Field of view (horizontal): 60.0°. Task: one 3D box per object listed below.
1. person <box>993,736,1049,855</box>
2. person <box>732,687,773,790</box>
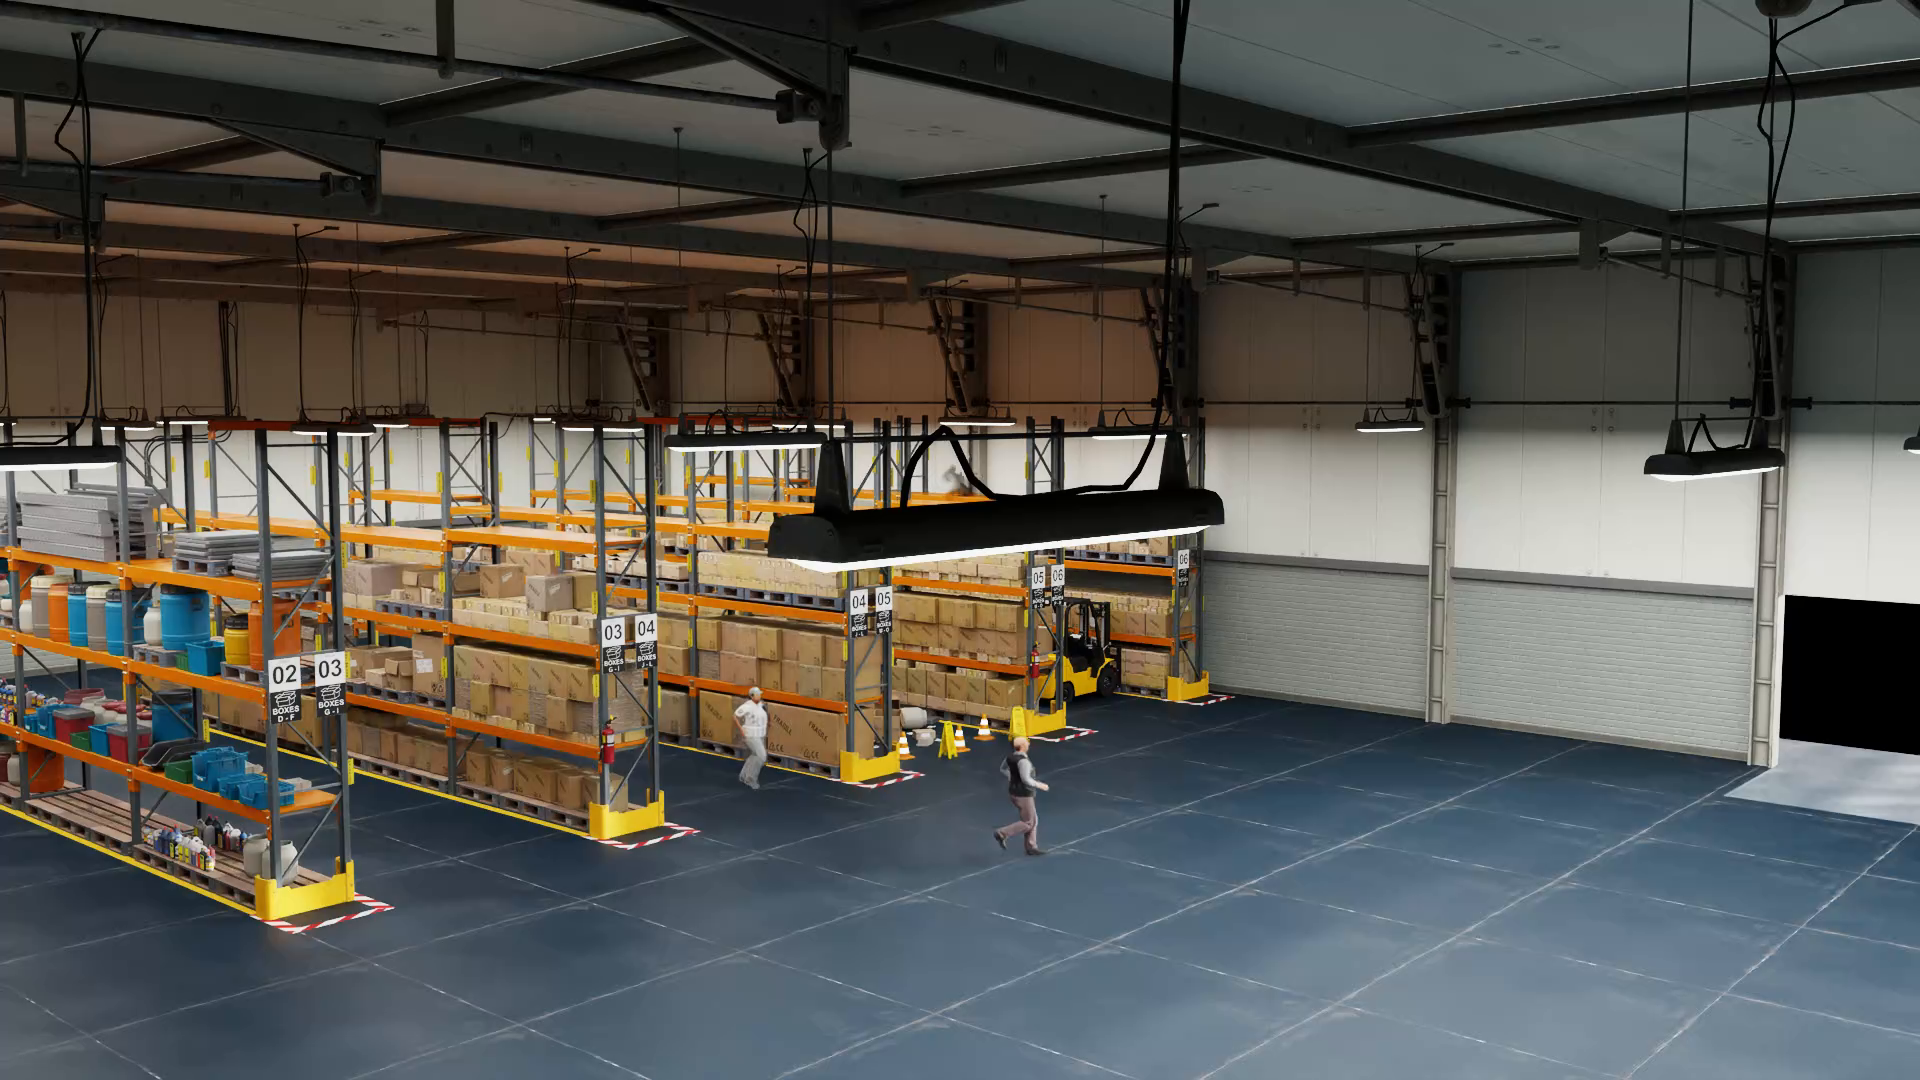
[{"bbox_3d":[0.827,3.570,23.098,0.831,1.707,0.670,-2,5,-20],"label":"person"},{"bbox_3d":[-3.364,3.255,27.278,0.669,1.705,0.580,2,5,25],"label":"person"}]
